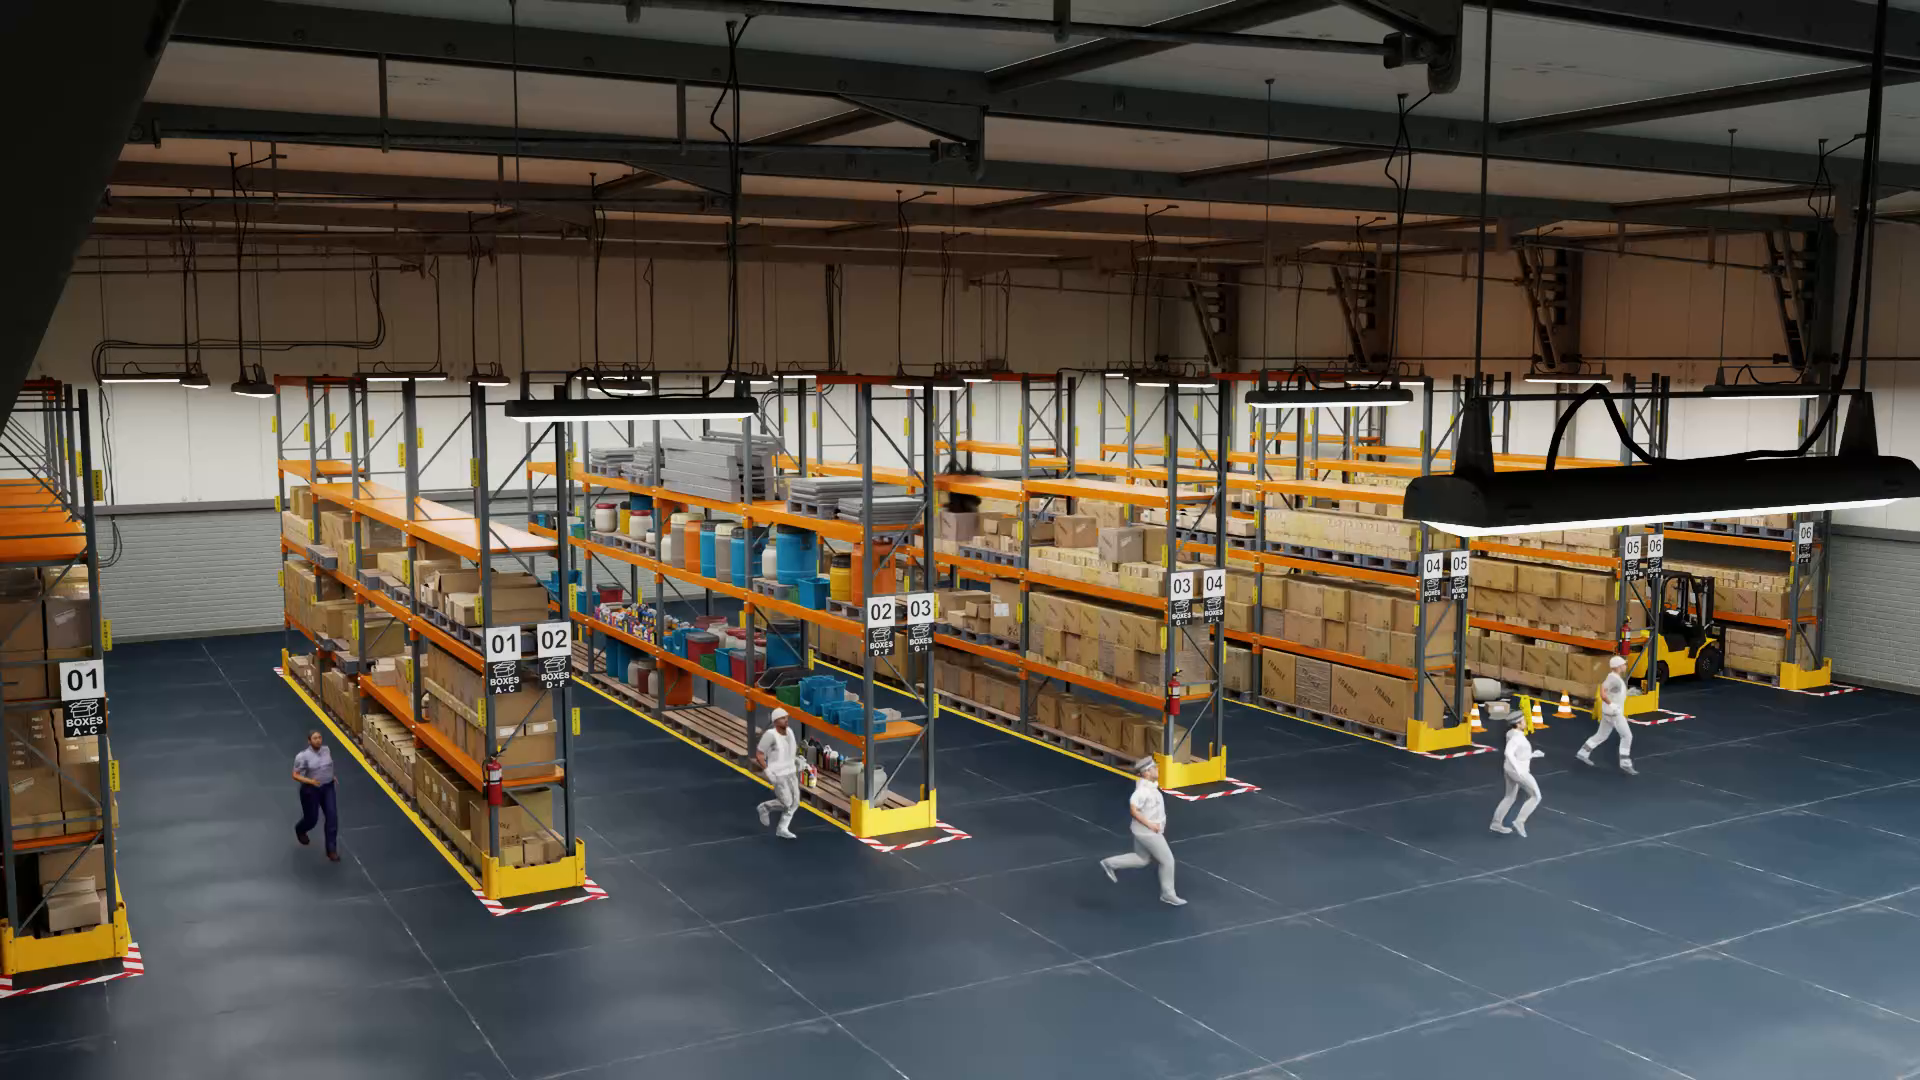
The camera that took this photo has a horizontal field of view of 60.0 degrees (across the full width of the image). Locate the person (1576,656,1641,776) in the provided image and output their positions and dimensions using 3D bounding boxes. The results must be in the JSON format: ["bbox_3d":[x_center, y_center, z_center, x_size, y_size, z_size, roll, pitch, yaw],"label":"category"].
[{"bbox_3d":[9.909,2.670,25.352,0.905,1.826,0.678,2,6,14],"label":"person"}]

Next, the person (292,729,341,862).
[{"bbox_3d":[-8.174,3.213,21.126,0.896,1.650,0.610,6,9,43],"label":"person"}]

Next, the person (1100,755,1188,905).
[{"bbox_3d":[2.156,3.373,19.336,0.997,1.779,0.643,0,6,-1],"label":"person"}]

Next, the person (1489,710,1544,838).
[{"bbox_3d":[7.394,3.090,21.989,0.666,1.706,0.579,0,6,-3],"label":"person"}]

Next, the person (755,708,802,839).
[{"bbox_3d":[-2.386,3.072,21.990,0.583,1.724,0.670,4,7,33],"label":"person"}]
